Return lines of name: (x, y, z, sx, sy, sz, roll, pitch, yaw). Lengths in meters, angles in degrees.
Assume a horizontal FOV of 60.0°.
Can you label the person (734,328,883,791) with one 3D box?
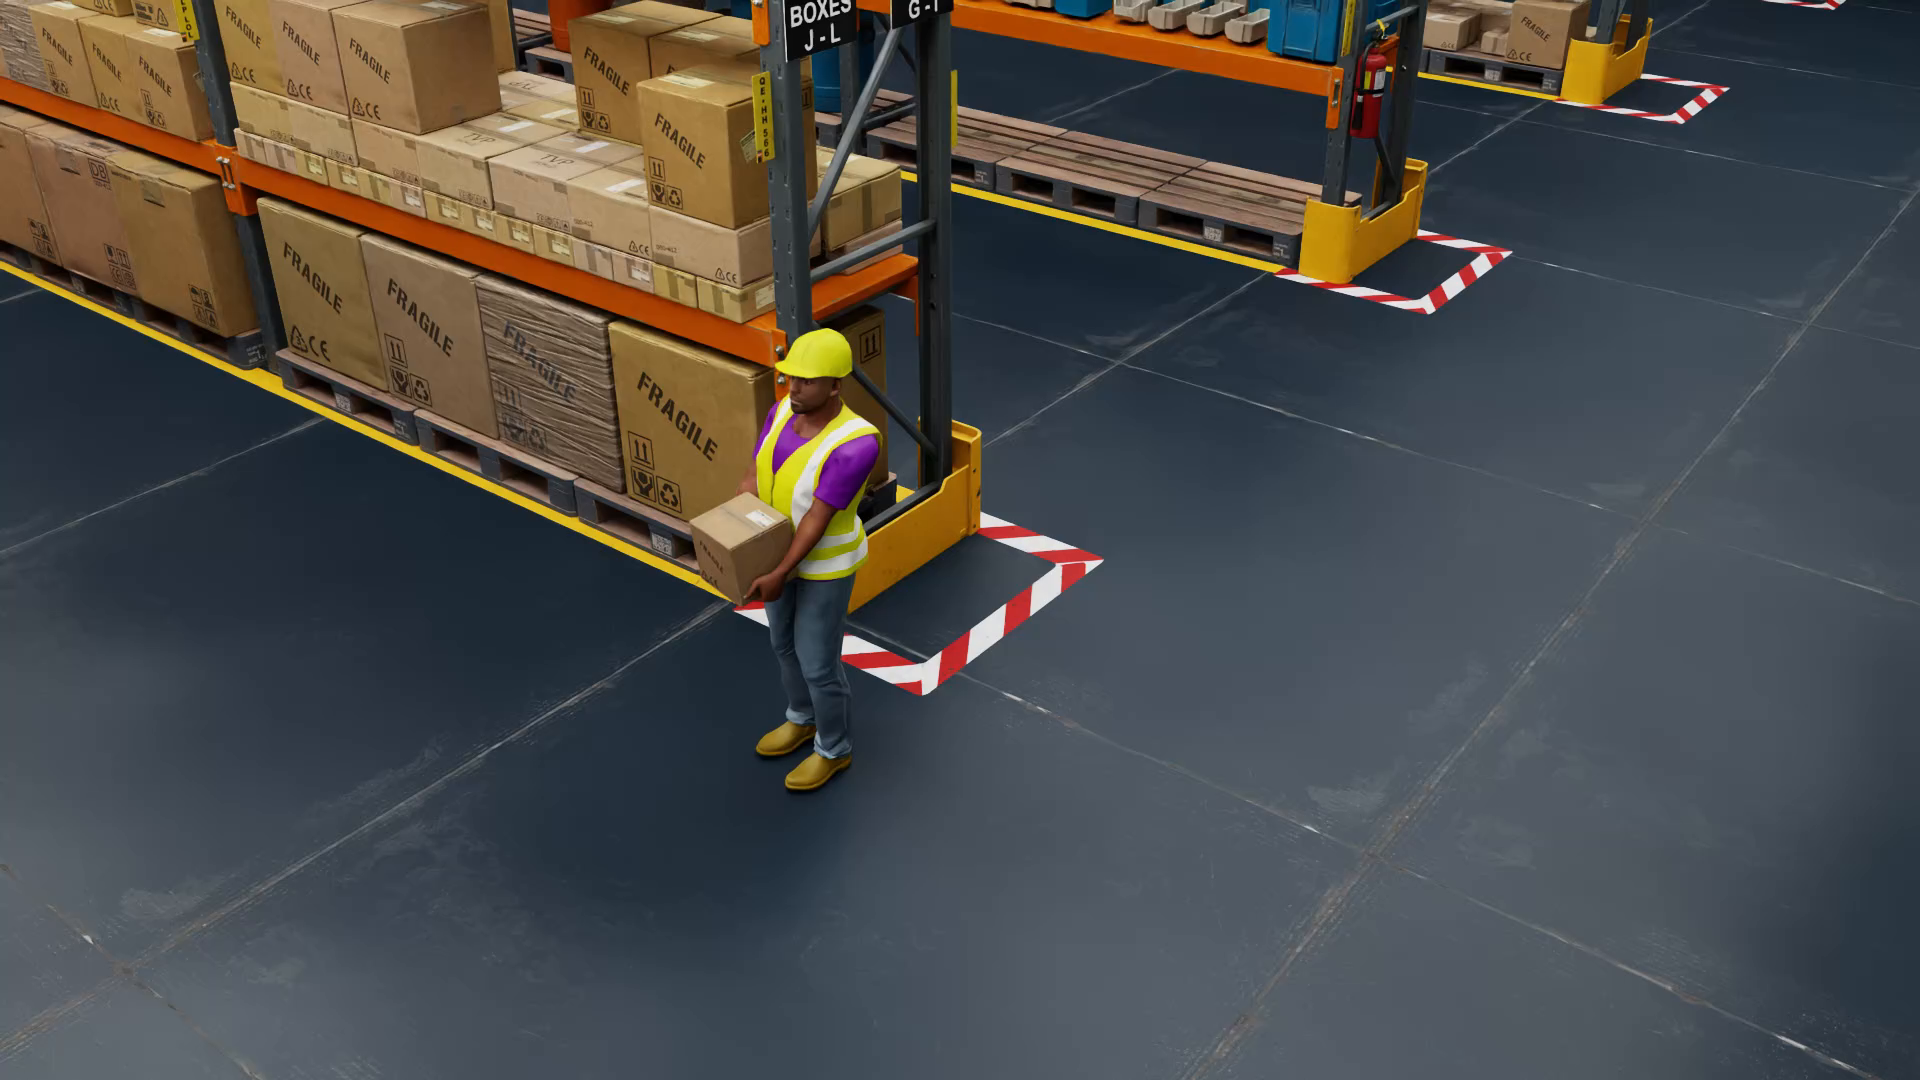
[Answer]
person: (-0.597, 0.105, 5.938, 0.575, 1.760, 0.503, -24, 38, -34)
